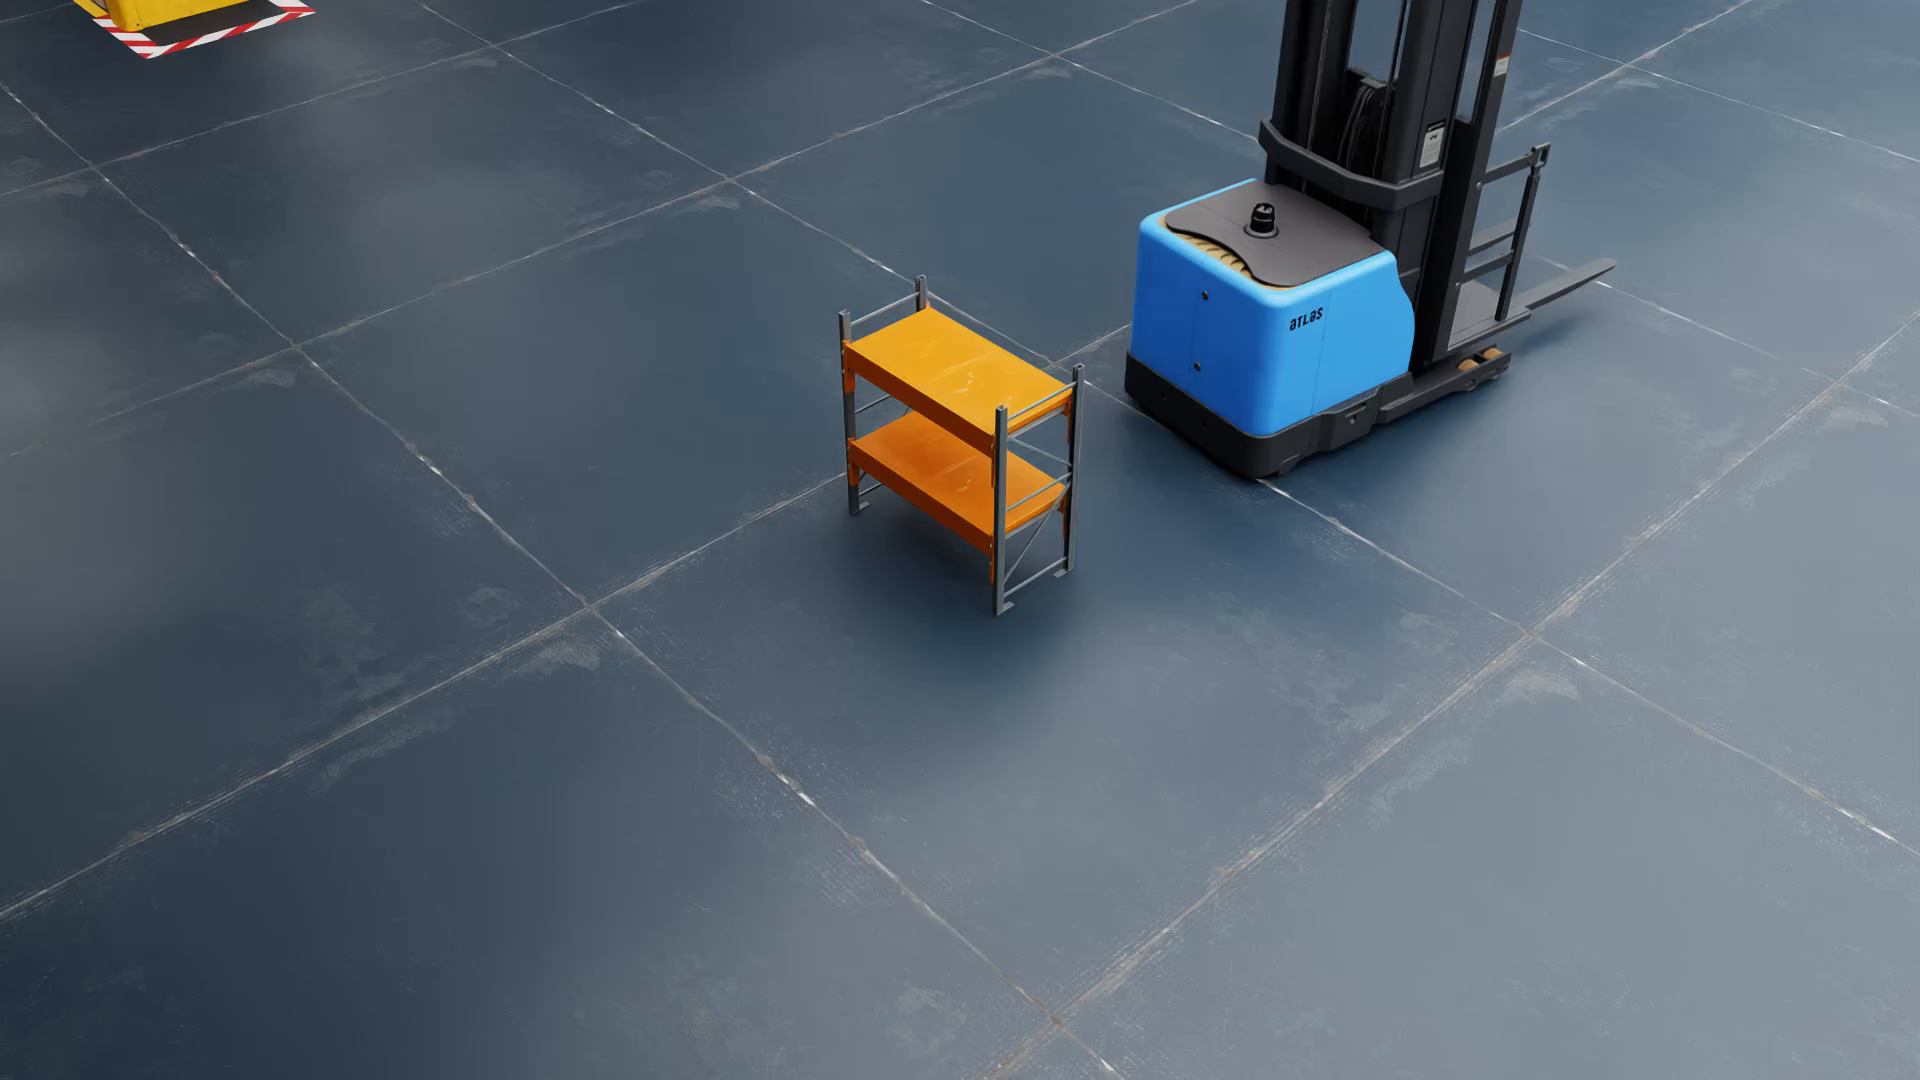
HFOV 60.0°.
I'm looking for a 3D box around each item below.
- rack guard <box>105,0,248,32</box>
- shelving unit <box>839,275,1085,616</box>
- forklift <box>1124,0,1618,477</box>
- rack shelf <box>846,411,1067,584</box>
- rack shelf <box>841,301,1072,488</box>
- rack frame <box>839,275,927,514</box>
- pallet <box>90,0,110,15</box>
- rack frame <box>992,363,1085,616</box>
[{"bbox_3d":[-6.089,-4.417,13.029,1.175,0.500,0.348,-30,48,-32],"label":"rack guard"},{"bbox_3d":[-0.005,-0.441,7.608,0.538,1.125,1.048,-30,48,-32],"label":"shelving unit"},{"bbox_3d":[2.368,-2.189,8.335,3.031,2.935,1.130,-24,45,-27],"label":"forklift"},{"bbox_3d":[-0.005,-0.251,7.762,0.538,0.278,1.000,-30,48,-32],"label":"rack shelf"},{"bbox_3d":[-0.005,-0.668,7.424,0.538,0.278,1.000,-30,48,-32],"label":"rack shelf"},{"bbox_3d":[-0.348,-0.676,7.900,0.500,1.125,0.032,-30,48,-32],"label":"rack frame"},{"bbox_3d":[-6.653,-4.652,13.549,1.003,0.211,1.213,-30,48,-32],"label":"pallet"},{"bbox_3d":[0.339,-0.205,7.317,0.500,1.125,0.032,-30,48,-32],"label":"rack frame"}]
